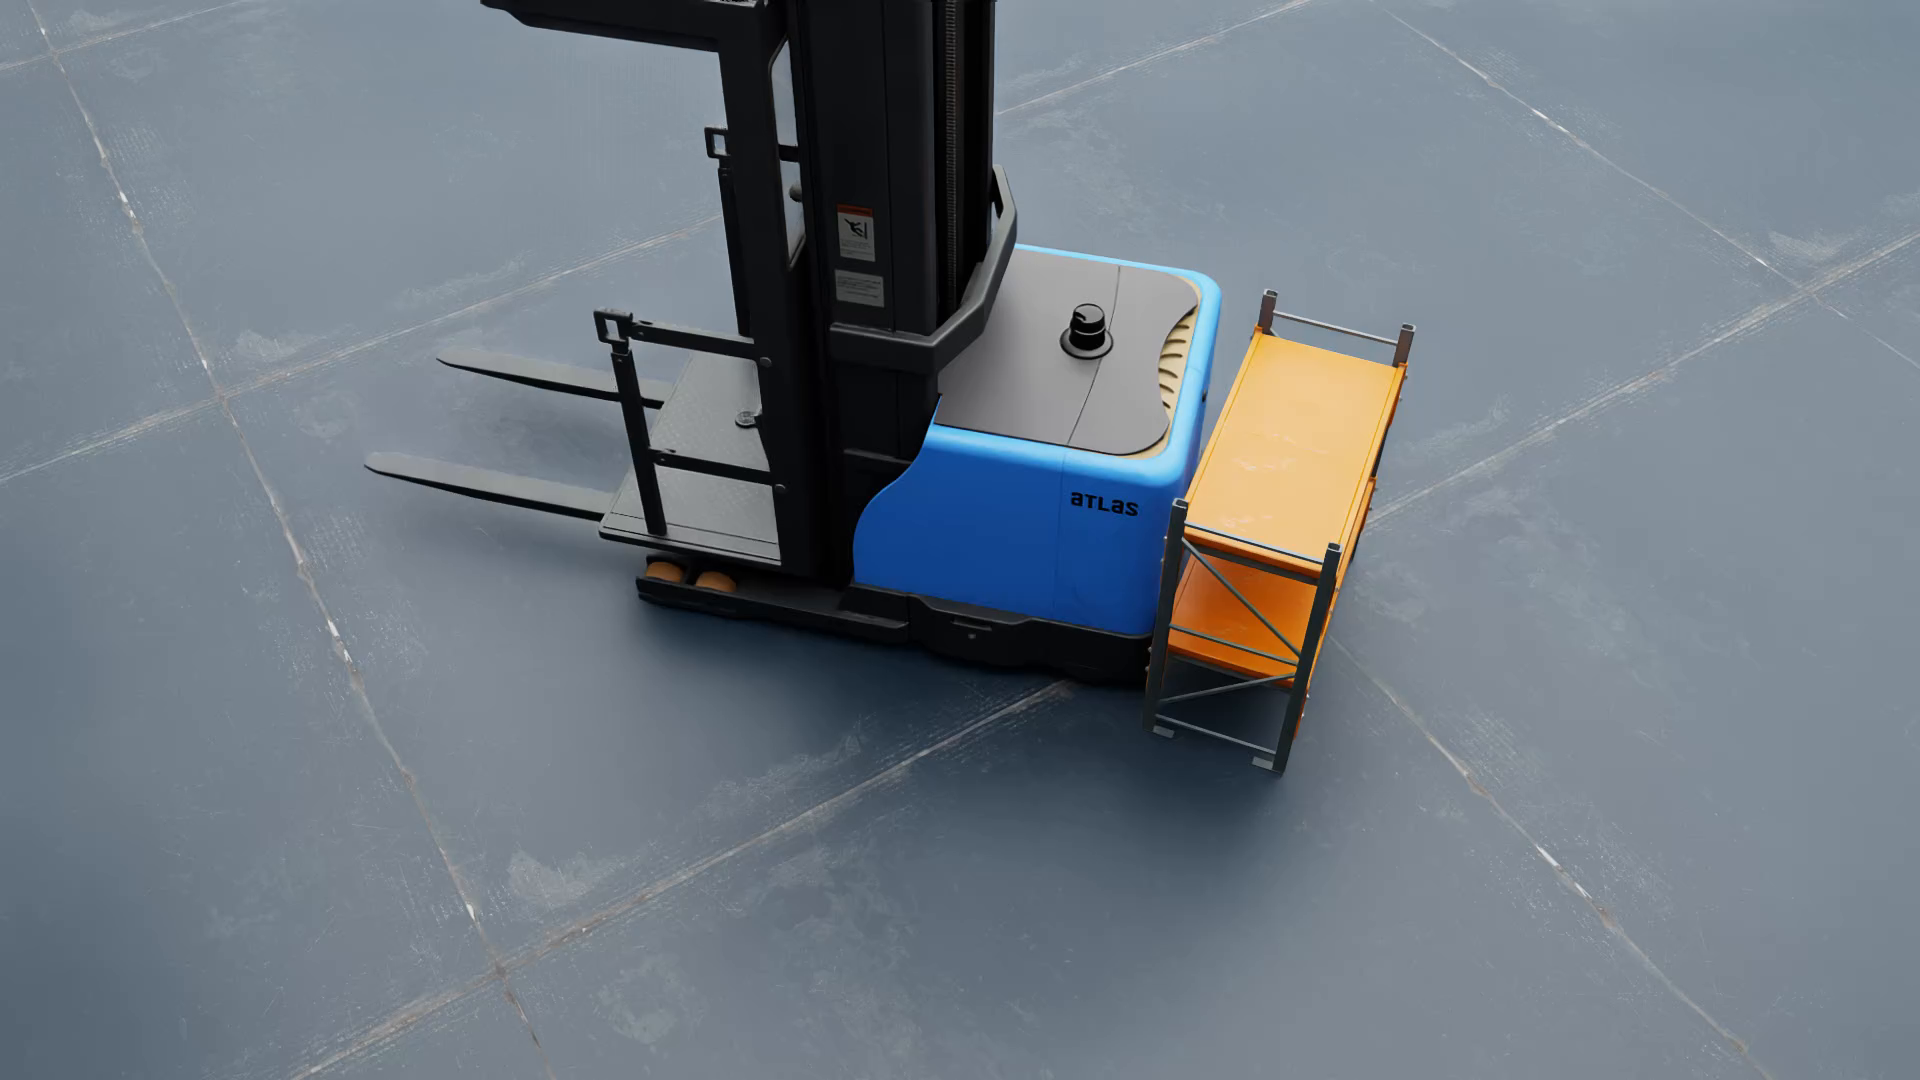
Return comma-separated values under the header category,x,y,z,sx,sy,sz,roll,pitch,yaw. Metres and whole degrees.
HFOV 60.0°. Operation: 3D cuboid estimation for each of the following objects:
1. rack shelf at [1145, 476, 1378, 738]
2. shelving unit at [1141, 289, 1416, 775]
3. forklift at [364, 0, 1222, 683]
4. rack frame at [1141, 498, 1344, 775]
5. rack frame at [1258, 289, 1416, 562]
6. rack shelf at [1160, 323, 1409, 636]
category,x,y,z,sx,sy,sz,roll,pitch,yaw
rack shelf,1.044,0.140,5.699,0.538,0.278,1.000,17,50,14
shelving unit,1.044,-0.022,5.517,0.538,1.125,1.048,17,50,14
forklift,-0.677,-1.076,5.245,3.031,2.935,1.130,11,49,9
rack frame,0.854,0.330,5.203,0.500,1.125,0.032,17,50,14
rack frame,1.233,-0.374,5.830,0.500,1.125,0.032,17,50,14
rack shelf,1.044,-0.217,5.298,0.538,0.278,1.000,17,50,14
